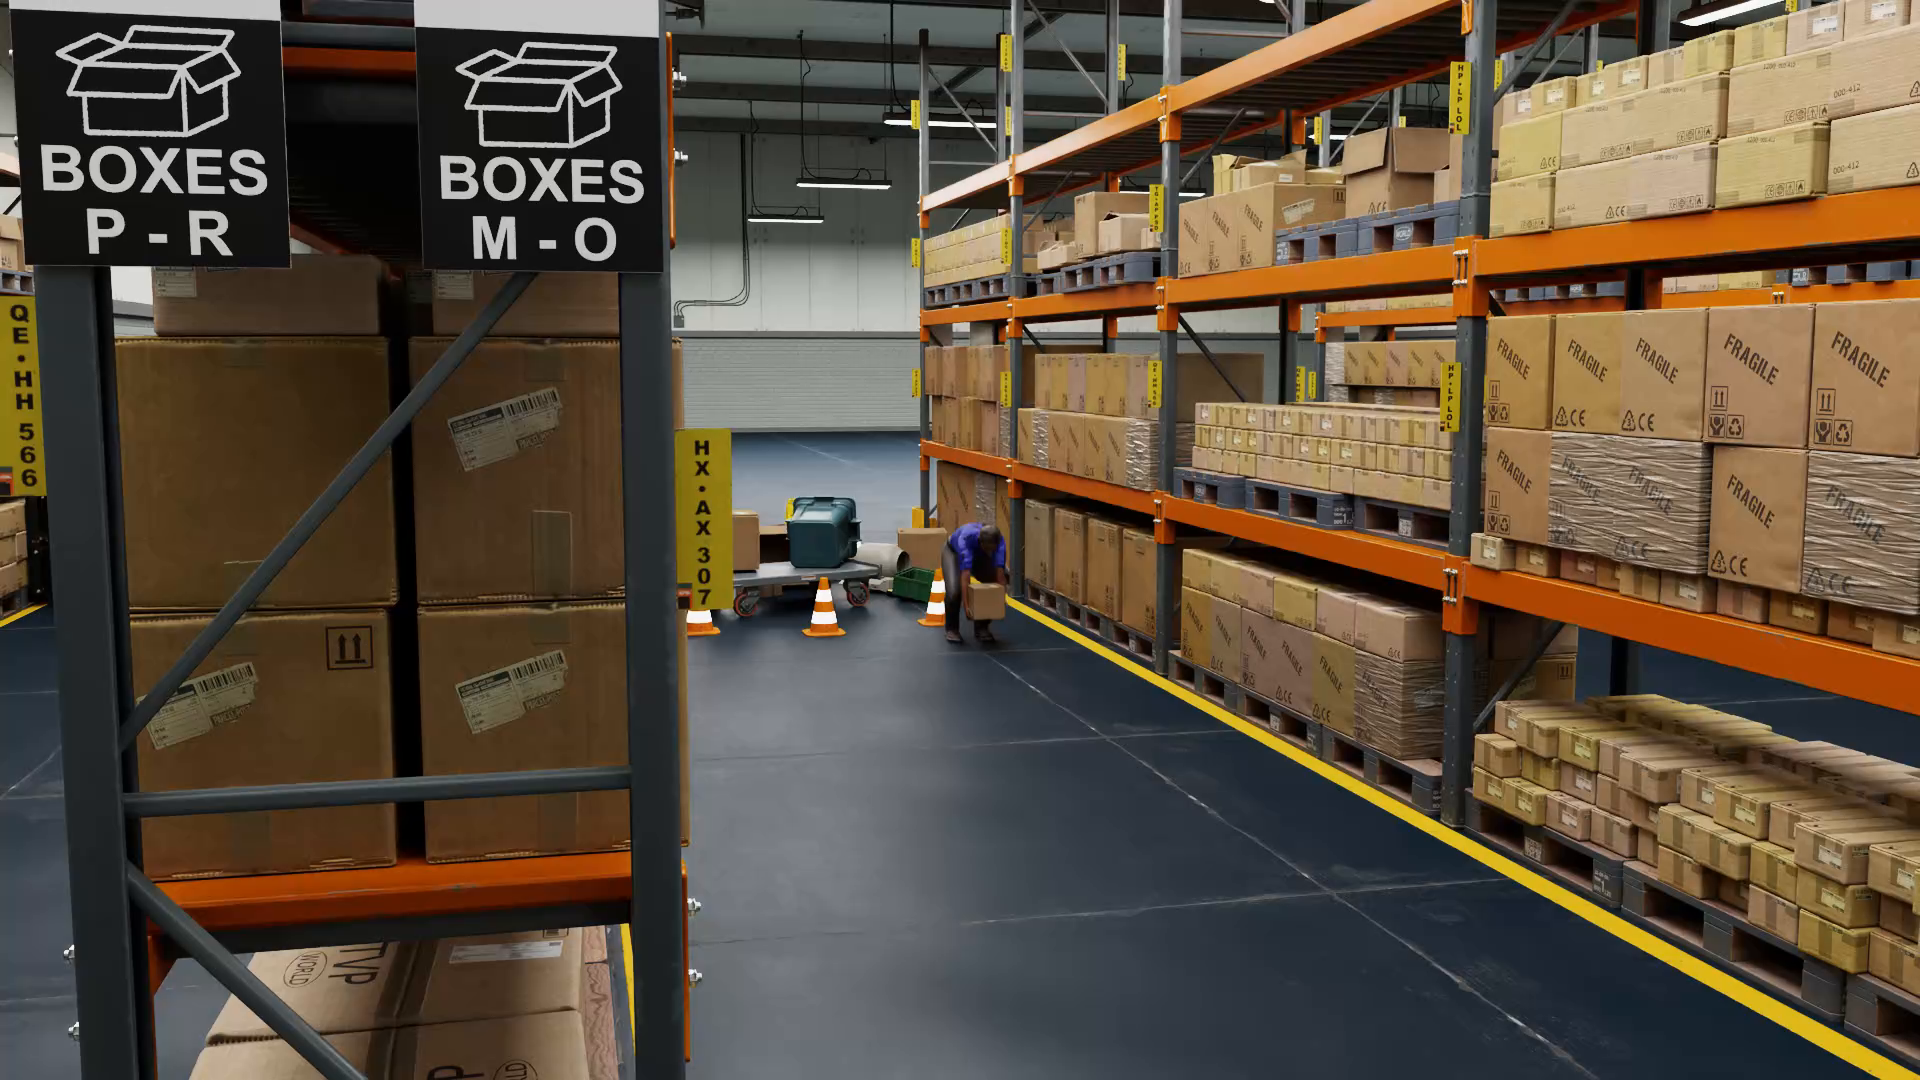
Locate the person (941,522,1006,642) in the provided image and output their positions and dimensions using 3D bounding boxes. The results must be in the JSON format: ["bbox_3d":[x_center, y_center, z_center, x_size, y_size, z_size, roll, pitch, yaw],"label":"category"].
[{"bbox_3d":[0.120,0.330,13.258,0.465,0.996,0.862,-2,7,-16],"label":"person"}]
